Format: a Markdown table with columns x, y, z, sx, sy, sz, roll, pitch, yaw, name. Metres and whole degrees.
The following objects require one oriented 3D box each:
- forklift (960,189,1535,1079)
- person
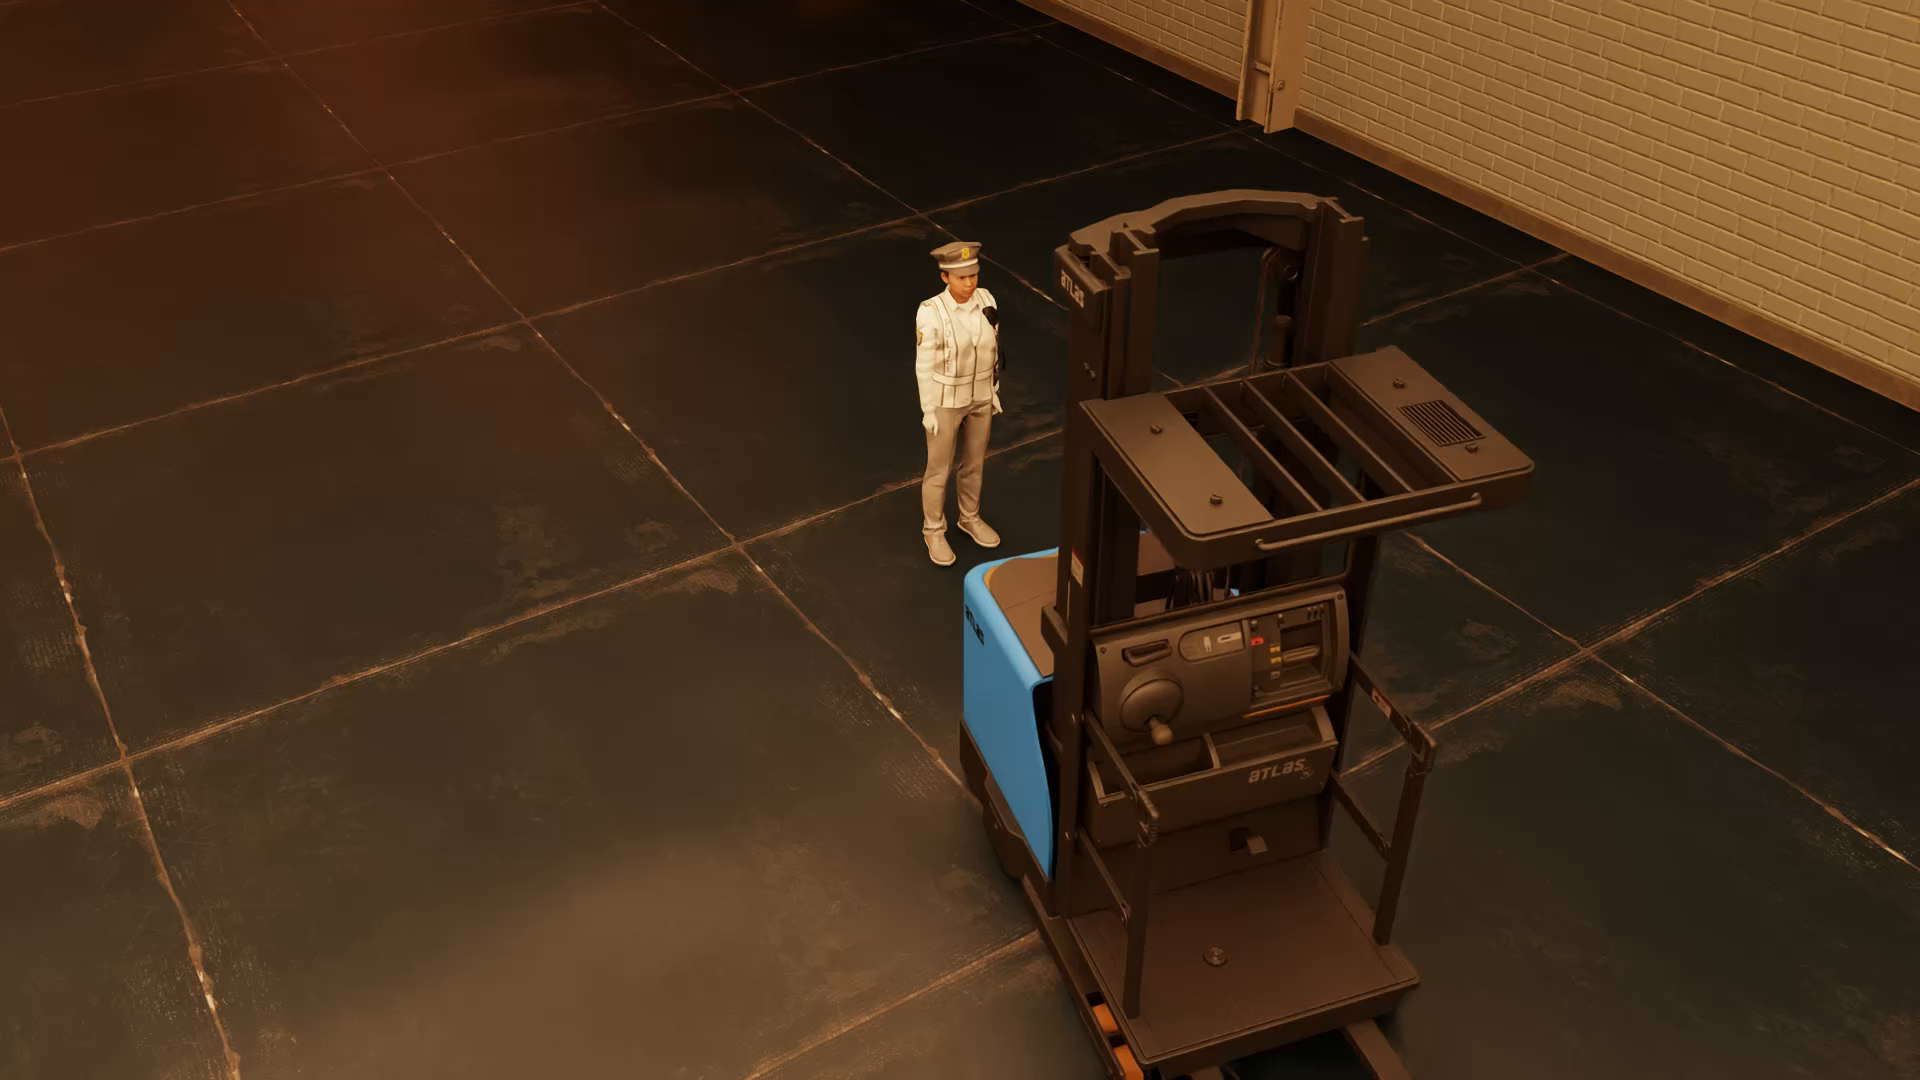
| x | y | z | sx | sy | sz | roll | pitch | yaw | name |
| --- | --- | --- | --- | --- | --- | --- | --- | --- | --- |
| 0.965 | 0.492 | 5.448 | 1.130 | 2.935 | 3.031 | -11 | 37 | -16 | forklift |
| 0.005 | -0.692 | 8.215 | 0.461 | 1.694 | 0.353 | -21 | 40 | -27 | person |
